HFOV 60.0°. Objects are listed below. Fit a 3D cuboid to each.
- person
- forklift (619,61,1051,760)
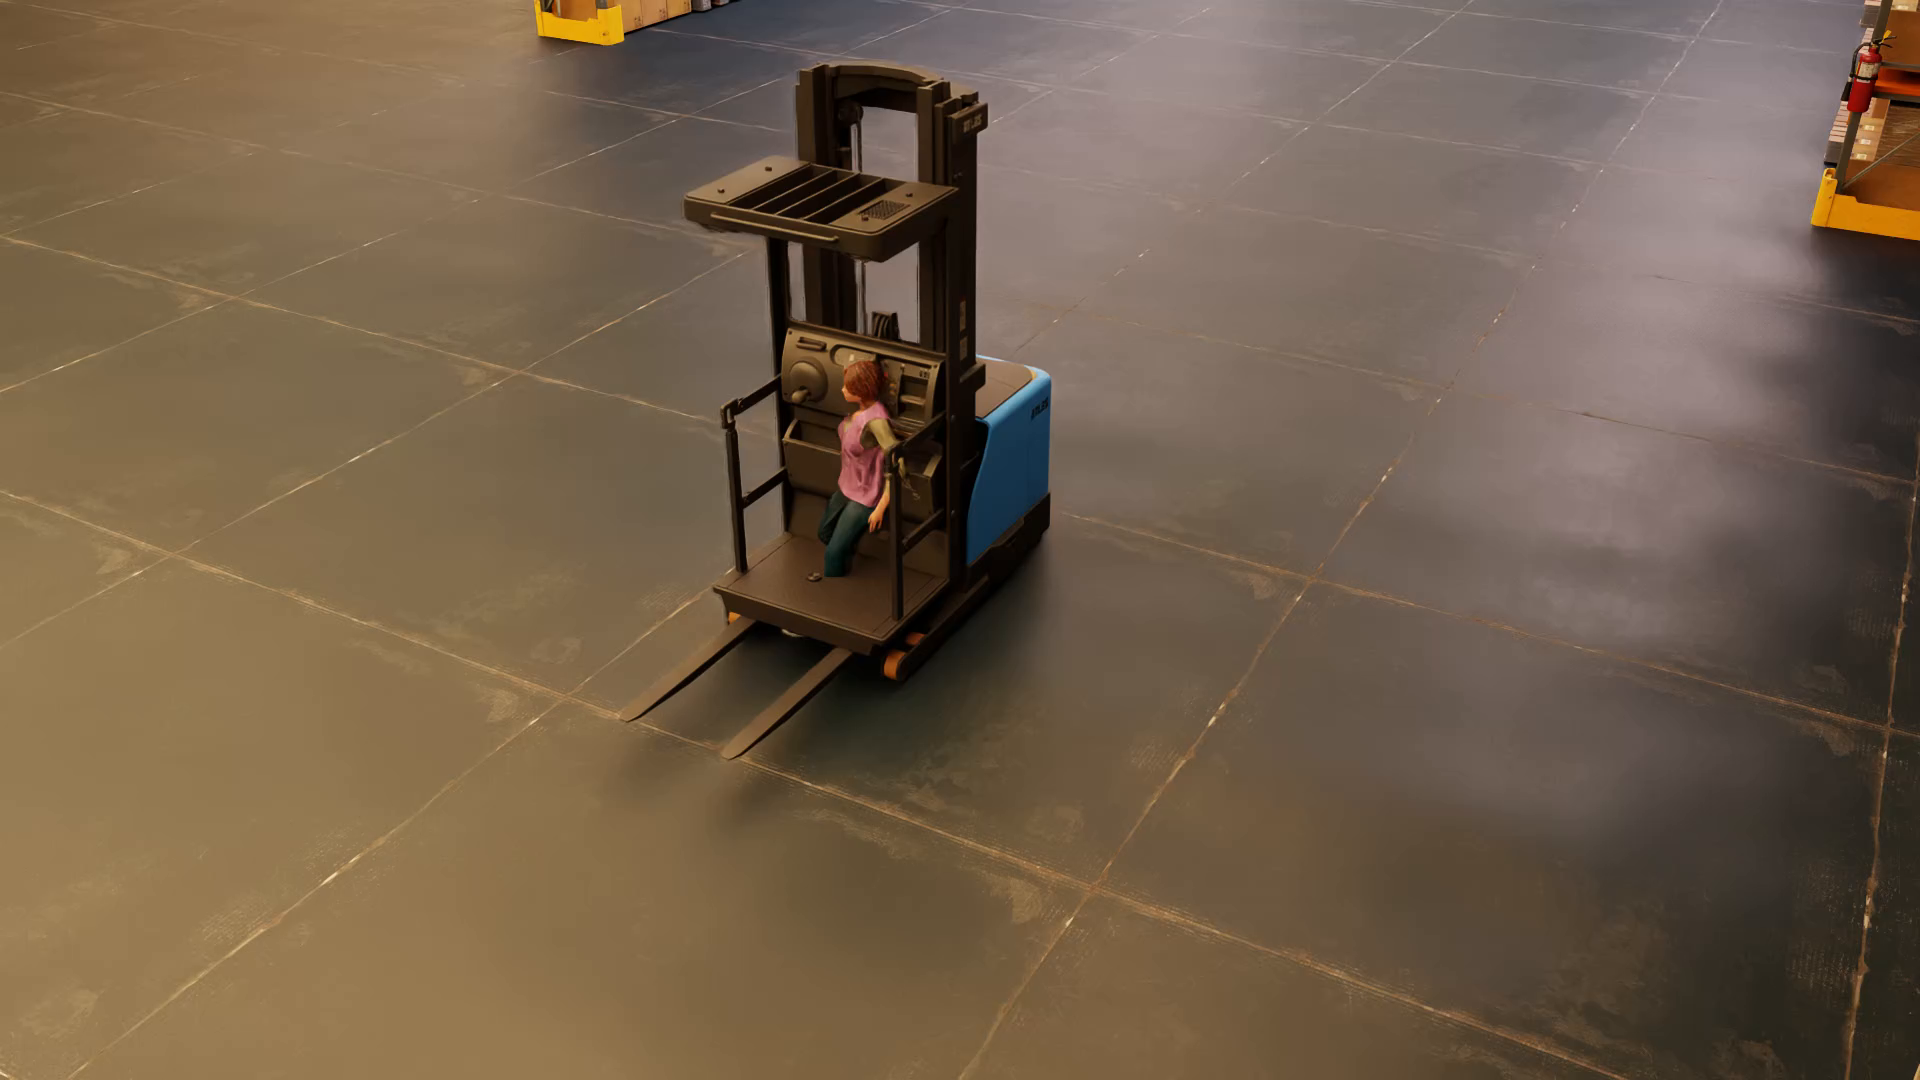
[{"bbox_3d":[-0.683,-0.237,8.861,0.679,1.544,0.702,-8,31,-14],"label":"person"},{"bbox_3d":[-0.622,-0.789,8.438,1.130,2.935,3.031,16,34,25],"label":"forklift"}]
